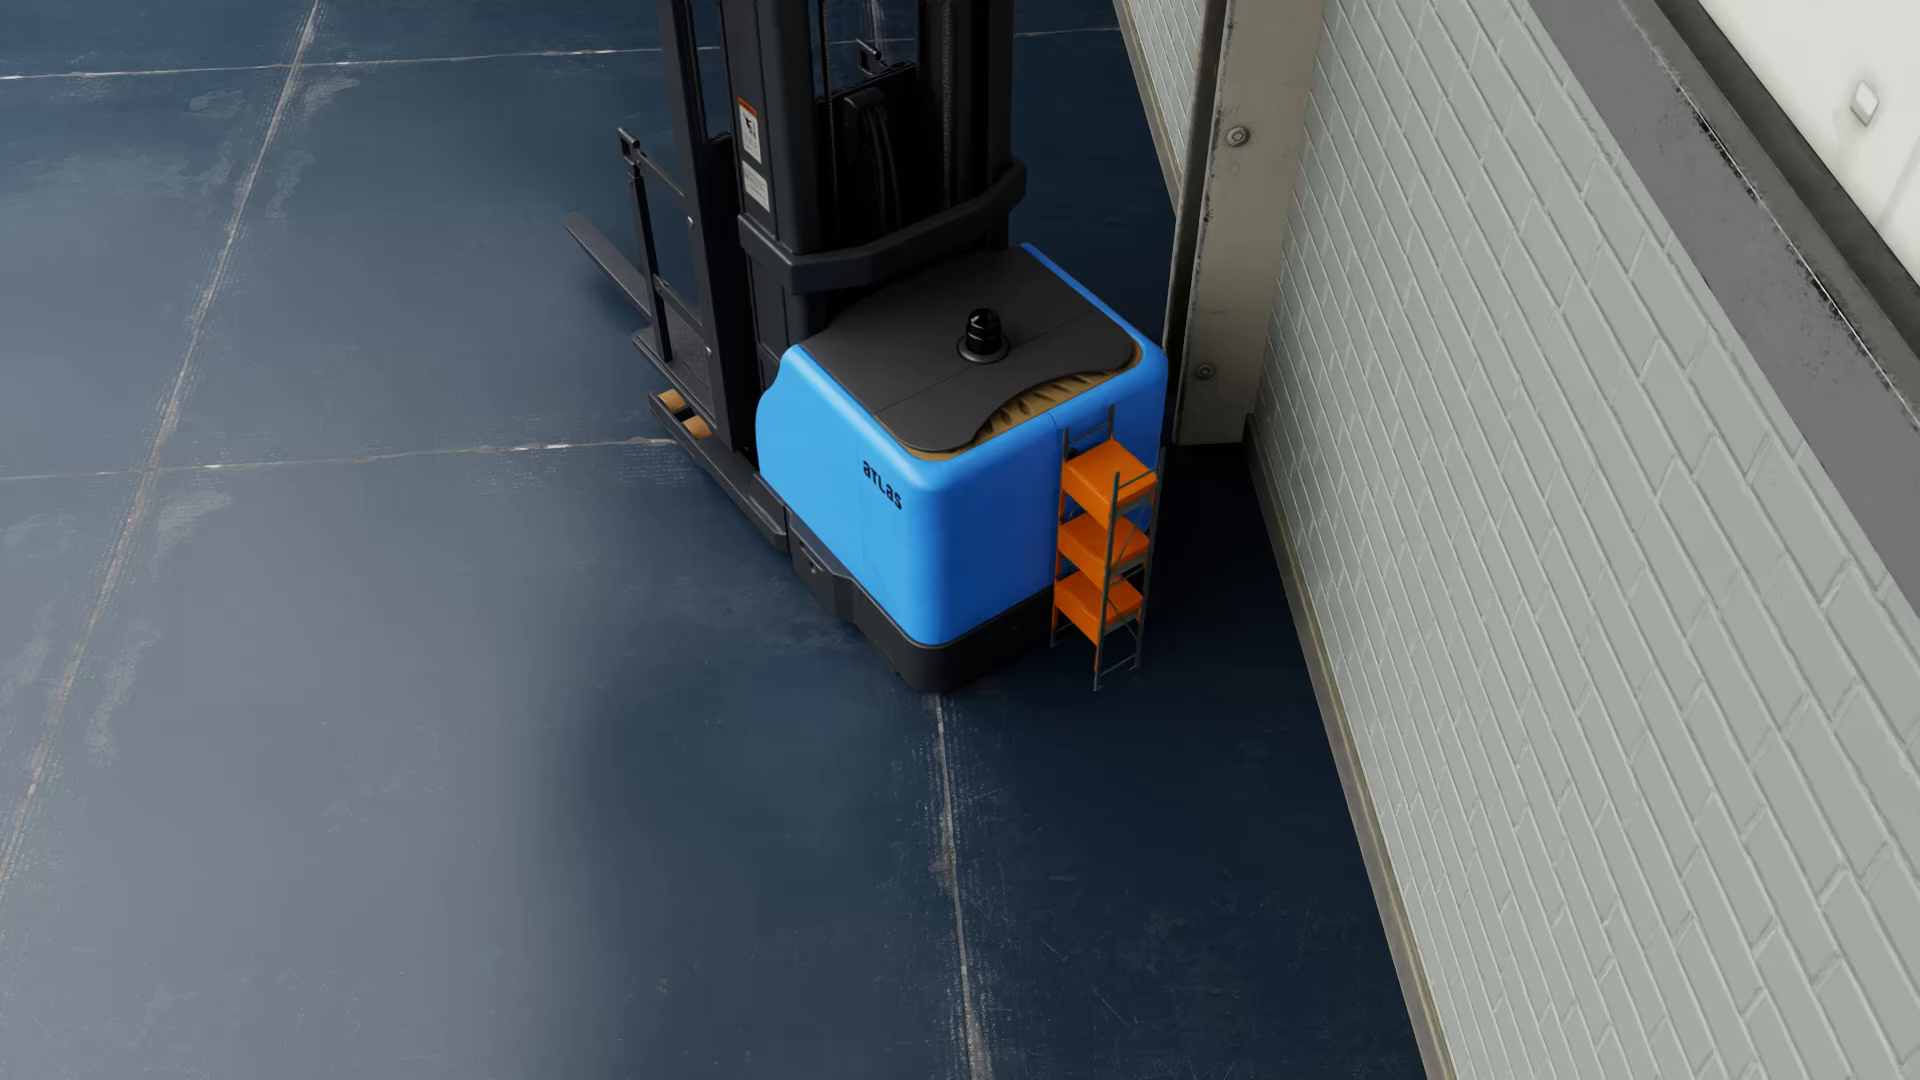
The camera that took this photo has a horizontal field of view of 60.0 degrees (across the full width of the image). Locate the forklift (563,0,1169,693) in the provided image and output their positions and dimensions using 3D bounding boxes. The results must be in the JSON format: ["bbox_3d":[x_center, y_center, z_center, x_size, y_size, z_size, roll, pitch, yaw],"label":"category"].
[{"bbox_3d":[-0.580,-1.518,5.669,1.130,2.935,3.031,-28,53,-24],"label":"forklift"}]

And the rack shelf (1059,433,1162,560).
[{"bbox_3d":[0.474,-0.139,5.282,0.215,0.259,0.240,-28,53,-24],"label":"rack shelf"}]

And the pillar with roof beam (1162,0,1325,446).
[{"bbox_3d":[-3.302,-3.361,3.235,9.100,9.000,0.400,-3,47,-3],"label":"pillar with roof beam"}]

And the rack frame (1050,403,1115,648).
[{"bbox_3d":[0.403,-0.023,5.549,0.200,1.050,0.008,-28,53,-24],"label":"rack frame"}]

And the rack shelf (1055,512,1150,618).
[{"bbox_3d":[0.474,0.056,5.488,0.215,0.259,0.240,-28,53,-24],"label":"rack shelf"}]

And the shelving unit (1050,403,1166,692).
[{"bbox_3d":[0.474,0.049,5.481,0.215,1.050,0.252,-28,53,-24],"label":"shelving unit"}]

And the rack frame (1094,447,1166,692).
[{"bbox_3d":[0.546,0.120,5.413,0.200,1.050,0.008,-28,53,-24],"label":"rack frame"}]

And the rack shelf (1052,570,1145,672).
[{"bbox_3d":[0.474,0.247,5.690,0.215,0.259,0.240,-28,53,-24],"label":"rack shelf"}]
